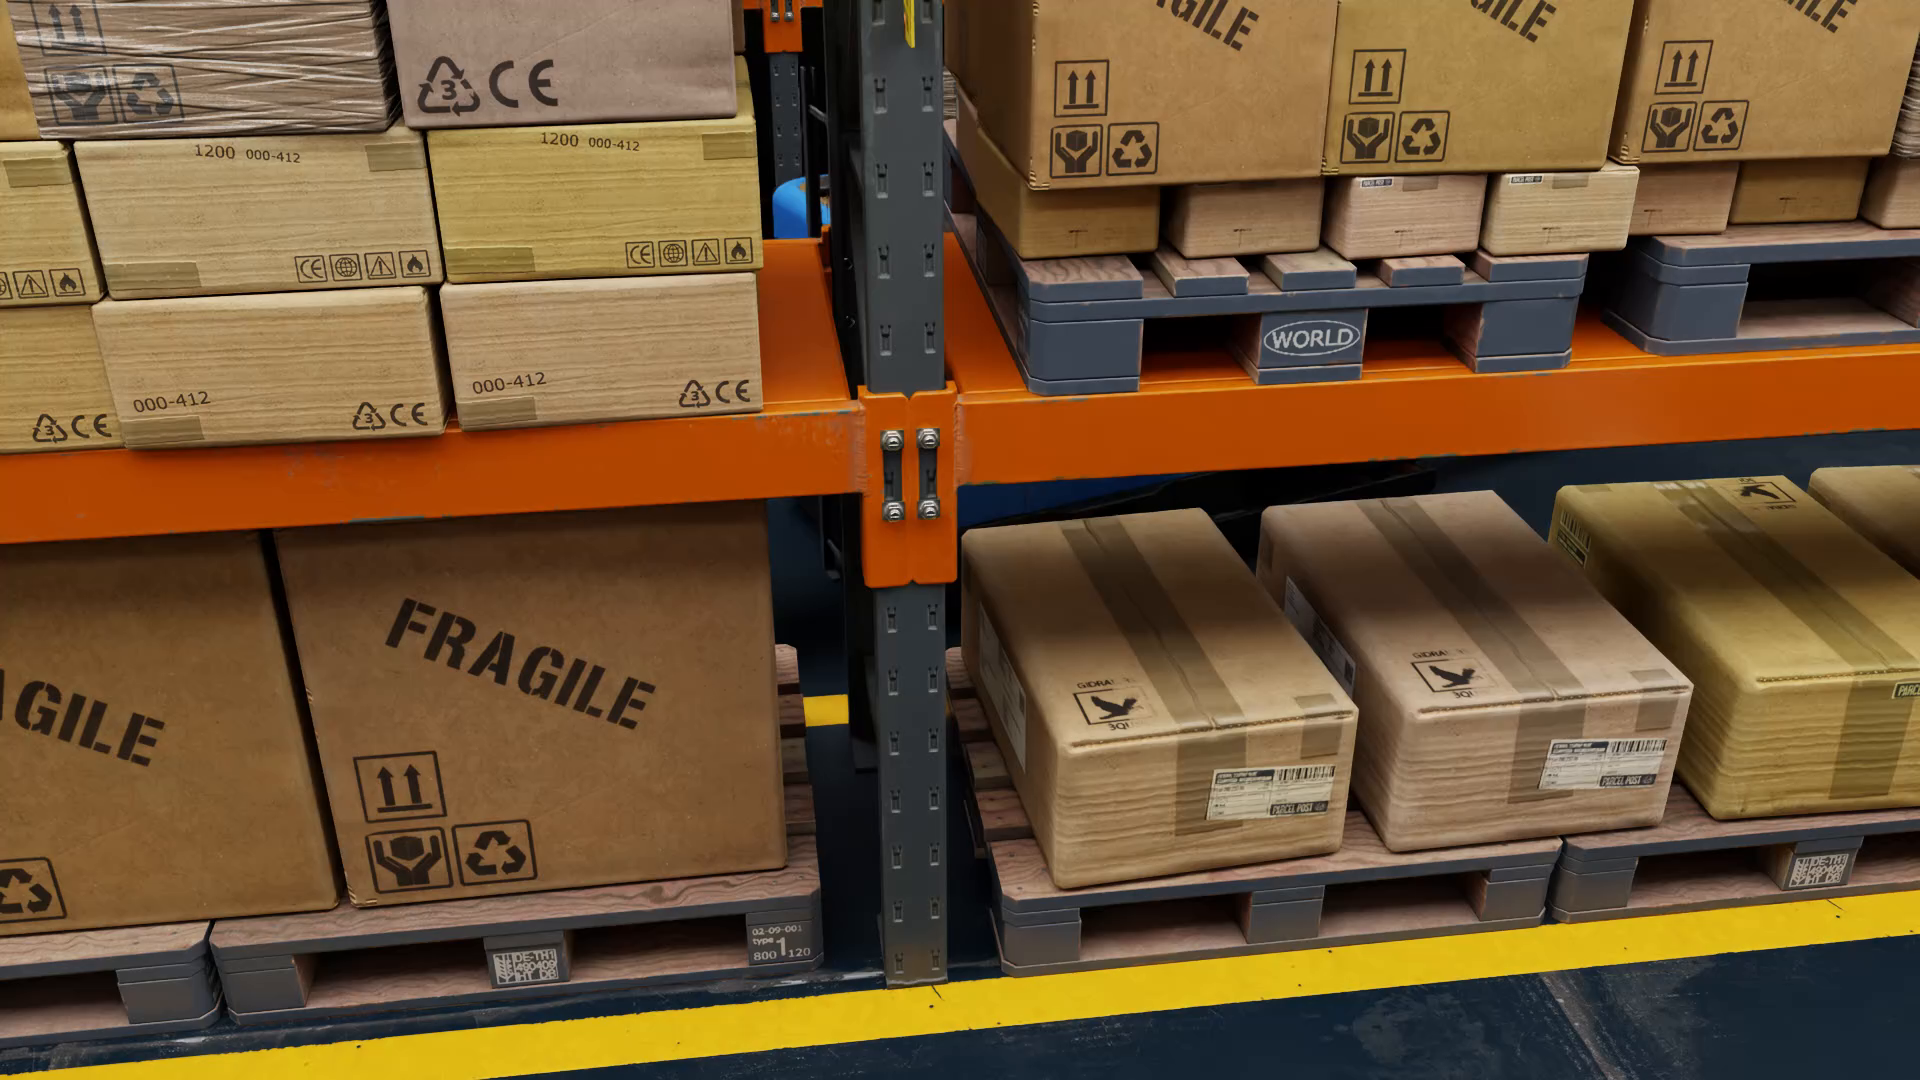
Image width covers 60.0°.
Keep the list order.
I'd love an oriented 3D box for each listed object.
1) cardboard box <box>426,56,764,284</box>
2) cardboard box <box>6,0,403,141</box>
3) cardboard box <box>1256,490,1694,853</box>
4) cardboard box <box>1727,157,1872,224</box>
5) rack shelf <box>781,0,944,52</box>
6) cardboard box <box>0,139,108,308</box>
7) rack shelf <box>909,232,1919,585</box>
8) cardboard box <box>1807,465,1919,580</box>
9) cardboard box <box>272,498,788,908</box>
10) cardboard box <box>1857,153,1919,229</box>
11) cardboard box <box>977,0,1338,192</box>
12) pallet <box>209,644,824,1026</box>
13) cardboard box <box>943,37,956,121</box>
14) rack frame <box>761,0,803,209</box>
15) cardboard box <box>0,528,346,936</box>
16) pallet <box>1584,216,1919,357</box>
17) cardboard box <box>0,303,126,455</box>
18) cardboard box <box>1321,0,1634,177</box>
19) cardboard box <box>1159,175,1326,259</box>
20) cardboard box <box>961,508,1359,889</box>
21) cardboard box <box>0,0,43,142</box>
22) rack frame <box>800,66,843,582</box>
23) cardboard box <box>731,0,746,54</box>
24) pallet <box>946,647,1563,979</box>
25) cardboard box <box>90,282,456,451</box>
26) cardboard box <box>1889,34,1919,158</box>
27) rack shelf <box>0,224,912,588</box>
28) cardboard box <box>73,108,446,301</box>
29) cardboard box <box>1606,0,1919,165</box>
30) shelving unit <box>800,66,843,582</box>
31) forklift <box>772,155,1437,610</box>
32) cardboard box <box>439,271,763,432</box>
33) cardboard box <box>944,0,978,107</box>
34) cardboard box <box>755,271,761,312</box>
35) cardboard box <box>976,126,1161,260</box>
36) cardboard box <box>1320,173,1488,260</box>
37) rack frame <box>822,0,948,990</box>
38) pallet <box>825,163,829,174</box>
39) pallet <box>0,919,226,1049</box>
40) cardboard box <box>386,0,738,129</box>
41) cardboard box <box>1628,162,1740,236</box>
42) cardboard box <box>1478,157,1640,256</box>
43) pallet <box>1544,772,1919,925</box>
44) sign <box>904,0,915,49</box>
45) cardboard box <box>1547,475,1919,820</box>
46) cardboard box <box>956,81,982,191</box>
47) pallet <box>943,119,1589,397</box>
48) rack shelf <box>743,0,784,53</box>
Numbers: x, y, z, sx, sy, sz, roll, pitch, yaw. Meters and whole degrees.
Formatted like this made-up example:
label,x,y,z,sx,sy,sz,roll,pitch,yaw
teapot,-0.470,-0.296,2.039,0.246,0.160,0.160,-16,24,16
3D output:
label,x,y,z,sx,sy,sz,roll,pitch,yaw
cardboard box,-0.602,-0.644,2.837,0.500,0.250,0.500,-4,27,-7
cardboard box,-1.140,-0.936,2.584,0.500,0.500,0.500,-3,27,-6
cardboard box,1.133,0.266,3.864,0.625,0.372,0.950,-4,27,-8
cardboard box,1.529,-0.740,3.221,0.250,0.149,0.380,-3,27,-5
rack shelf,1.128,-2.685,7.985,4.000,0.370,1.077,-4,27,-7
cardboard box,-1.613,-0.568,2.688,0.500,0.250,0.500,-4,27,-8
rack shelf,1.823,-0.441,3.613,4.000,0.370,1.077,-4,27,-7
cardboard box,2.573,0.175,4.041,0.625,0.372,0.950,-2,27,-4
cardboard box,-0.853,0.131,3.577,0.875,0.875,0.875,-4,27,-8
cardboard box,1.797,-0.727,3.196,0.250,0.149,0.380,-3,27,-5
cardboard box,0.320,-0.922,2.866,0.500,0.500,0.500,-4,27,-9
pallet,-0.949,0.622,3.806,1.213,0.211,1.003,-4,27,-7
cardboard box,-0.233,-2.042,8.085,0.625,0.625,0.875,-3,27,-5
rack frame,-0.853,-2.878,7.573,0.127,3.000,1.000,-4,27,-7
cardboard box,-1.737,0.185,3.470,0.875,0.875,0.875,-3,27,-6
pallet,1.797,-0.693,3.526,1.213,0.211,1.003,-4,27,-7
cardboard box,-1.627,-0.354,2.818,0.500,0.250,0.500,-4,27,-8
cardboard box,0.835,-0.958,2.937,0.500,0.500,0.500,-2,27,-4
cardboard box,0.475,-0.649,3.044,0.250,0.149,0.380,-5,28,-10
cardboard box,0.403,0.317,3.766,0.625,0.372,0.950,-5,28,-11
cardboard box,-1.633,-0.908,2.528,0.500,0.500,0.500,-4,27,-7
rack frame,-0.322,-0.484,4.551,0.032,1.500,0.500,-10,29,-18
cardboard box,-0.680,-1.203,3.104,0.500,0.500,0.500,-5,28,-9
pallet,0.616,0.557,3.933,1.213,0.211,1.003,-4,27,-7
cardboard box,-1.126,-0.378,2.866,0.500,0.250,0.500,-3,27,-6
cardboard box,1.857,-1.023,3.063,0.500,0.500,0.500,-5,28,-9
rack shelf,-2.138,-0.187,3.117,4.000,0.370,1.077,-4,27,-7
cardboard box,-1.109,-0.610,2.770,0.500,0.250,0.500,-4,27,-8
cardboard box,1.360,-0.995,3.008,0.500,0.500,0.500,-3,27,-6
shelving unit,-0.797,-0.402,4.391,1.048,1.500,0.538,-10,29,-18
forklift,0.971,-1.546,5.052,3.031,2.935,1.130,-13,30,-24
cardboard box,-0.622,-0.418,2.943,0.500,0.250,0.500,-5,28,-9
cardboard box,0.254,-1.153,3.315,0.500,0.500,0.500,-4,27,-9
cardboard box,-0.677,-0.650,3.396,0.500,0.250,0.500,-4,27,-8
cardboard box,0.190,-0.646,3.038,0.250,0.149,0.380,-5,28,-10
cardboard box,0.752,-0.645,3.037,0.250,0.149,0.380,-5,28,-10
rack frame,-0.158,-0.634,3.200,0.127,3.000,1.000,-4,27,-7
pallet,-0.032,-1.672,8.277,1.213,0.211,1.003,-4,27,-7
pallet,-2.154,0.699,3.657,1.213,0.211,1.003,-4,27,-7
cardboard box,-0.633,-0.972,2.655,0.500,0.500,0.500,-4,27,-9
cardboard box,1.255,-0.704,3.152,0.250,0.149,0.380,-2,27,-4
cardboard box,1.027,-0.653,3.053,0.250,0.149,0.380,-4,27,-7
pallet,1.822,0.481,4.081,1.213,0.211,1.003,-4,27,-7
sign,-0.077,-0.899,2.447,0.005,0.325,0.100,-4,27,-7
cardboard box,1.885,0.220,3.953,0.625,0.372,0.950,-3,27,-5
cardboard box,0.134,-0.837,3.410,0.250,0.149,0.380,-3,27,-5
pallet,0.533,-0.642,3.426,1.003,0.211,1.213,-4,27,-7
rack shelf,-2.833,-2.431,7.489,4.000,0.370,1.077,-4,27,-7
